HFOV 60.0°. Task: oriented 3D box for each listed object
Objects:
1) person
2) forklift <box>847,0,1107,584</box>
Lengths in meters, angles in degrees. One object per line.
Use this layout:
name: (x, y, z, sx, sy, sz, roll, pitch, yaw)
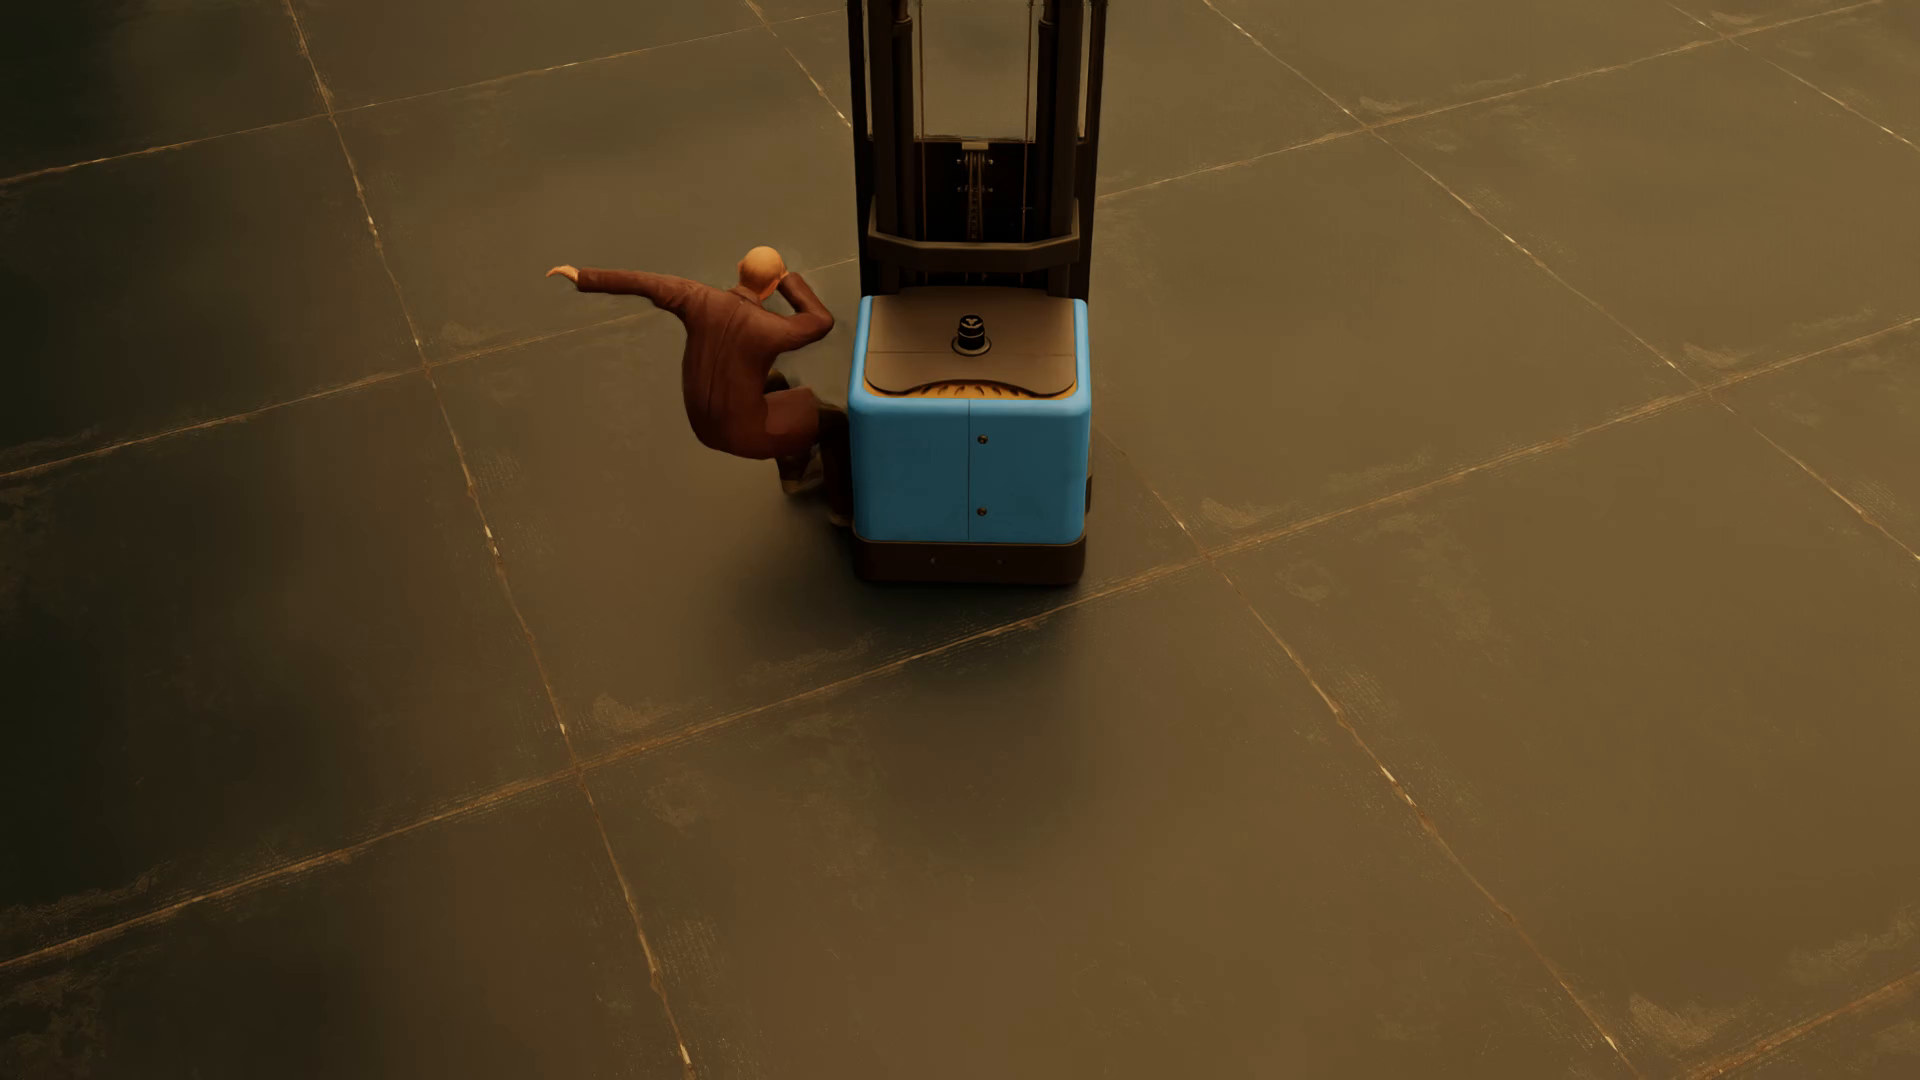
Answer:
person: (-1.040, -0.742, 7.612, 1.463, 1.437, 0.748, 20, 47, 20)
forklift: (0.078, -1.858, 7.671, 1.130, 2.935, 3.031, 1, 43, 1)
